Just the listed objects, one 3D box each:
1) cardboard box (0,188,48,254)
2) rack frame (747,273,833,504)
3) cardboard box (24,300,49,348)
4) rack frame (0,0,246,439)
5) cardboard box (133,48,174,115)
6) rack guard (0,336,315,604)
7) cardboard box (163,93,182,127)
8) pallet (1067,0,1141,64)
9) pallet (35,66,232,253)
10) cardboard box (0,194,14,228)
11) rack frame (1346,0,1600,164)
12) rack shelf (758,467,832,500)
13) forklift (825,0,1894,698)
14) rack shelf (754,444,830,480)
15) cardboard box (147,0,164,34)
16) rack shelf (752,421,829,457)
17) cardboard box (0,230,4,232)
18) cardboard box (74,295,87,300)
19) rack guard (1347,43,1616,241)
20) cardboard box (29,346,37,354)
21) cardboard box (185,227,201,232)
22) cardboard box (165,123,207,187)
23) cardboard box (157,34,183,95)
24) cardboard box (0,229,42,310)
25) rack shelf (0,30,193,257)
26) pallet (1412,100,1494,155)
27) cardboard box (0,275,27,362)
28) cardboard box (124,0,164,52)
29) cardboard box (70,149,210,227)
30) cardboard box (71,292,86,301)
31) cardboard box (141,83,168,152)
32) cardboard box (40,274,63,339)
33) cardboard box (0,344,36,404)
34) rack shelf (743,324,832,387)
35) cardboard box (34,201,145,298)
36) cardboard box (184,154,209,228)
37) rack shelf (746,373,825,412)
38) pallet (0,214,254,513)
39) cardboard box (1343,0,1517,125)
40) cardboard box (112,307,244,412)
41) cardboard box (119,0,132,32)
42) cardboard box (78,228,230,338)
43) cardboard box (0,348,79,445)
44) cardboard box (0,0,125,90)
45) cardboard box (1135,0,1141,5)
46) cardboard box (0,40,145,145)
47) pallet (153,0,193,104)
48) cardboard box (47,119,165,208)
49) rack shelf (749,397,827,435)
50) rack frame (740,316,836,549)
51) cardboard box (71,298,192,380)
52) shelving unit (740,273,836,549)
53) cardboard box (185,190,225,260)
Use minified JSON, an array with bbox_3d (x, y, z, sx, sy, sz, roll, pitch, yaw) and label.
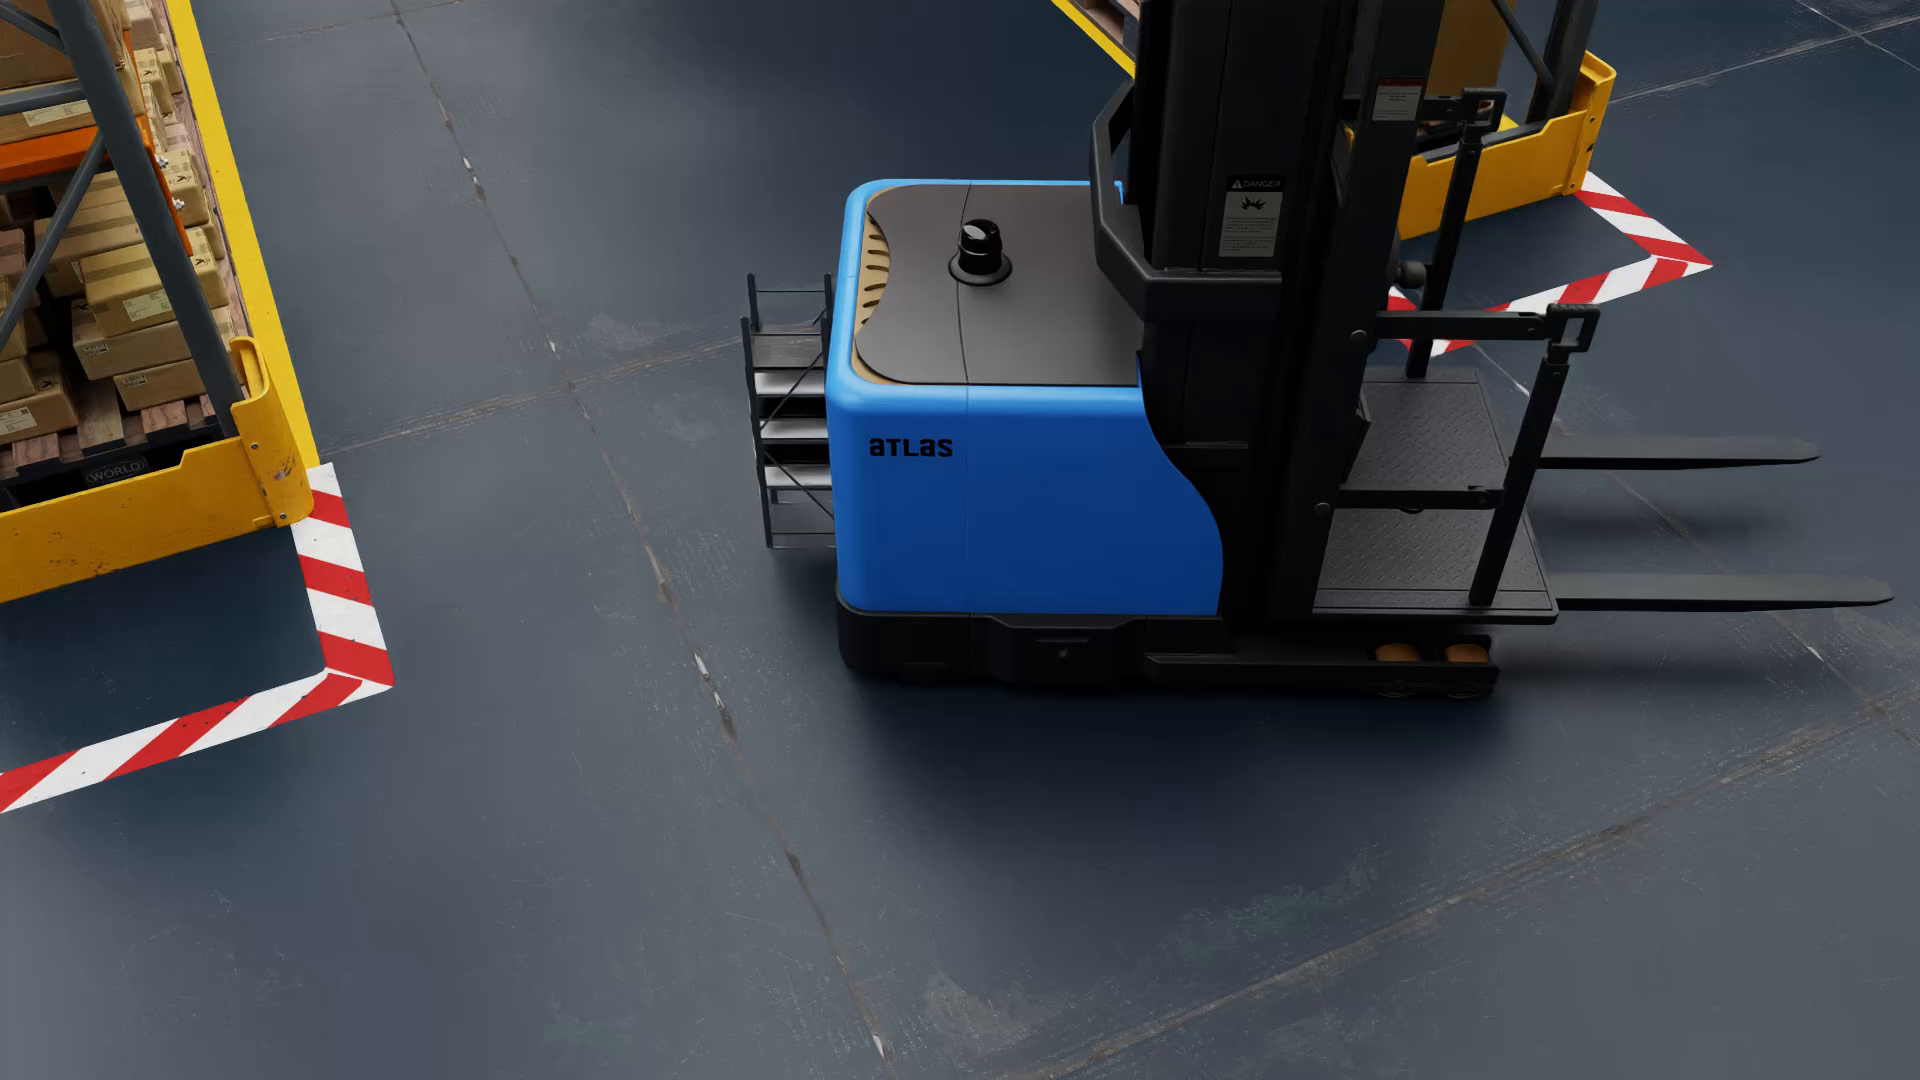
[{"bbox_3d":[-3.349,-1.057,5.704,0.380,0.149,0.250,-19,48,-18],"label":"cardboard box"},{"bbox_3d":[-0.488,-0.438,5.054,0.240,0.900,0.006,0,45,0],"label":"rack frame"},{"bbox_3d":[-3.171,-0.707,5.350,0.380,0.149,0.250,-19,48,-18],"label":"cardboard box"},{"bbox_3d":[-2.629,-1.032,4.160,1.000,3.000,0.127,-18,47,-17],"label":"rack frame"},{"bbox_3d":[-3.112,-1.645,6.089,0.380,0.149,0.250,-17,47,-17],"label":"cardboard box"},{"bbox_3d":[-2.661,-0.190,5.087,1.175,0.500,0.348,-18,47,-17],"label":"rack guard"},{"bbox_3d":[-3.221,-1.577,6.443,0.380,0.149,0.250,-18,47,-17],"label":"cardboard box"},{"bbox_3d":[0.998,-2.702,7.838,1.003,0.211,1.213,-18,47,-17],"label":"pallet"},{"bbox_3d":[-3.479,-1.392,6.510,1.003,0.211,1.213,-18,47,-17],"label":"pallet"},{"bbox_3d":[-3.410,-1.129,5.566,0.380,0.149,0.250,-20,48,-19],"label":"cardboard box"},{"bbox_3d":[1.914,-2.432,5.579,1.000,3.000,0.127,-18,47,-17],"label":"rack frame"},{"bbox_3d":[-0.487,-0.215,5.131,0.258,0.077,0.200,0,45,0],"label":"rack shelf"},{"bbox_3d":[1.169,-0.967,4.143,3.031,2.935,1.130,1,45,1],"label":"forklift"},{"bbox_3d":[-0.487,-0.279,5.068,0.258,0.077,0.200,0,45,0],"label":"rack shelf"},{"bbox_3d":[-3.634,-2.226,7.102,0.380,0.149,0.250,-20,48,-19],"label":"cardboard box"},{"bbox_3d":[-0.487,-0.343,5.005,0.258,0.077,0.200,0,45,0],"label":"rack shelf"},{"bbox_3d":[-3.330,-0.855,5.500,0.380,0.149,0.250,-20,48,-19],"label":"cardboard box"},{"bbox_3d":[-2.743,-0.737,5.592,0.380,0.149,0.250,-18,47,-18],"label":"cardboard box"},{"bbox_3d":[1.924,-1.527,6.442,1.175,0.500,0.348,-18,47,-17],"label":"rack guard"},{"bbox_3d":[-3.239,-0.574,5.427,0.380,0.149,0.250,-17,47,-16],"label":"cardboard box"},{"bbox_3d":[-2.680,-0.873,5.518,0.380,0.149,0.250,-18,47,-18],"label":"cardboard box"},{"bbox_3d":[-3.081,-1.408,6.272,0.380,0.149,0.250,-20,48,-19],"label":"cardboard box"},{"bbox_3d":[-3.401,-1.906,6.777,0.380,0.149,0.250,-18,47,-17],"label":"cardboard box"},{"bbox_3d":[-3.135,-0.818,5.250,0.380,0.149,0.250,-17,47,-17],"label":"cardboard box"},{"bbox_3d":[-3.470,-2.050,5.704,1.077,0.370,4.000,-18,47,-17],"label":"rack shelf"},{"bbox_3d":[1.507,-1.926,7.051,1.003,0.211,1.213,-18,47,-17],"label":"pallet"},{"bbox_3d":[-3.081,-0.641,5.071,0.380,0.149,0.250,-18,47,-17],"label":"cardboard box"},{"bbox_3d":[-3.310,-1.968,6.416,0.380,0.149,0.250,-20,48,-19],"label":"cardboard box"},{"bbox_3d":[-2.756,-1.151,5.588,0.380,0.149,0.250,-18,47,-18],"label":"cardboard box"},{"bbox_3d":[-2.854,-0.894,5.751,0.380,0.149,0.250,-18,47,-17],"label":"cardboard box"},{"bbox_3d":[-3.043,-1.464,5.905,0.380,0.149,0.250,-16,47,-16],"label":"cardboard box"},{"bbox_3d":[-3.272,-0.768,5.623,0.380,0.149,0.250,-18,47,-18],"label":"cardboard box"},{"bbox_3d":[-3.110,-0.524,5.165,0.380,0.149,0.250,-19,48,-18],"label":"cardboard box"},{"bbox_3d":[-0.487,-0.535,4.815,0.258,0.077,0.200,0,45,0],"label":"rack shelf"},{"bbox_3d":[-2.766,-0.952,5.387,0.380,0.149,0.250,-17,47,-17],"label":"cardboard box"},{"bbox_3d":[-2.873,-1.198,5.848,0.380,0.149,0.250,-17,47,-16],"label":"cardboard box"},{"bbox_3d":[-0.487,-0.471,4.878,0.258,0.077,0.200,0,45,0],"label":"rack shelf"},{"bbox_3d":[-2.970,-0.616,5.724,1.003,0.211,1.213,-18,47,-17],"label":"pallet"},{"bbox_3d":[1.572,-2.209,6.567,0.875,0.875,0.875,-18,47,-17],"label":"cardboard box"},{"bbox_3d":[-2.559,-0.595,5.448,0.380,0.149,0.250,-17,47,-17],"label":"cardboard box"},{"bbox_3d":[-2.677,-1.583,4.897,0.380,0.149,0.250,-19,48,-19],"label":"cardboard box"},{"bbox_3d":[-2.541,-0.812,5.245,0.380,0.149,0.250,-20,48,-19],"label":"cardboard box"},{"bbox_3d":[-3.039,-0.440,5.291,0.380,0.149,0.250,-17,47,-17],"label":"cardboard box"},{"bbox_3d":[-2.567,-1.541,4.393,0.500,0.500,0.500,-16,47,-16],"label":"cardboard box"},{"bbox_3d":[1.190,-2.789,7.155,0.875,0.875,0.875,-18,47,-17],"label":"cardboard box"},{"bbox_3d":[-2.468,-1.245,4.555,0.380,0.149,0.250,-18,48,-18],"label":"cardboard box"},{"bbox_3d":[-3.996,-2.170,7.299,1.003,0.211,1.213,-18,47,-17],"label":"pallet"},{"bbox_3d":[-2.935,-1.284,5.723,0.380,0.149,0.250,-20,48,-19],"label":"cardboard box"},{"bbox_3d":[-0.487,-0.407,4.941,0.258,0.077,0.200,0,45,0],"label":"rack shelf"},{"bbox_3d":[-0.486,-0.296,4.909,0.240,0.900,0.006,0,45,0],"label":"rack frame"},{"bbox_3d":[-2.616,-0.682,5.324,0.380,0.149,0.250,-16,47,-16],"label":"cardboard box"},{"bbox_3d":[-0.487,-0.367,4.981,0.258,0.900,0.210,0,45,0],"label":"shelving unit"},{"bbox_3d":[-2.862,-1.089,5.949,0.380,0.149,0.250,-17,47,-17],"label":"cardboard box"}]
